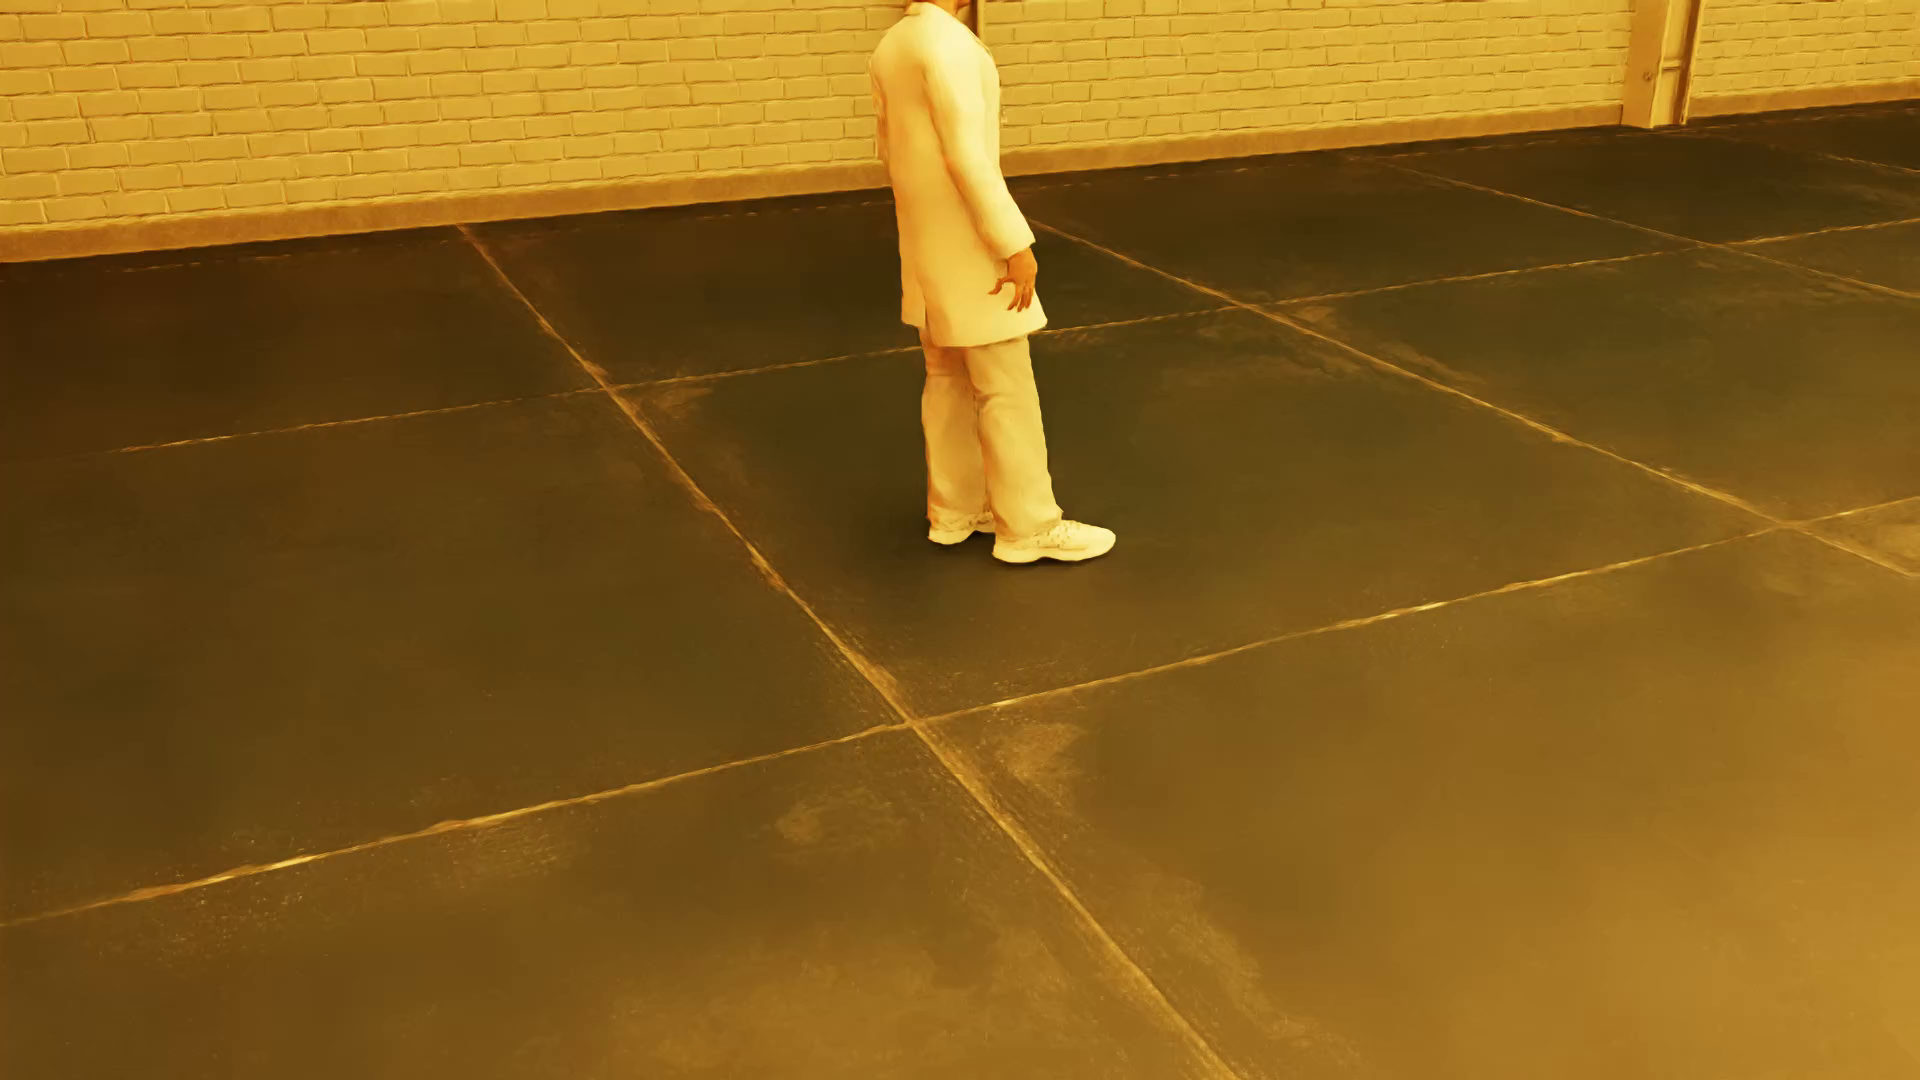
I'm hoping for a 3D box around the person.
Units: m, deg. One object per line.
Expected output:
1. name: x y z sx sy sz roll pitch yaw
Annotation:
1. person: 0.084 -0.841 4.795 0.579 1.776 0.694 -10 25 -23
